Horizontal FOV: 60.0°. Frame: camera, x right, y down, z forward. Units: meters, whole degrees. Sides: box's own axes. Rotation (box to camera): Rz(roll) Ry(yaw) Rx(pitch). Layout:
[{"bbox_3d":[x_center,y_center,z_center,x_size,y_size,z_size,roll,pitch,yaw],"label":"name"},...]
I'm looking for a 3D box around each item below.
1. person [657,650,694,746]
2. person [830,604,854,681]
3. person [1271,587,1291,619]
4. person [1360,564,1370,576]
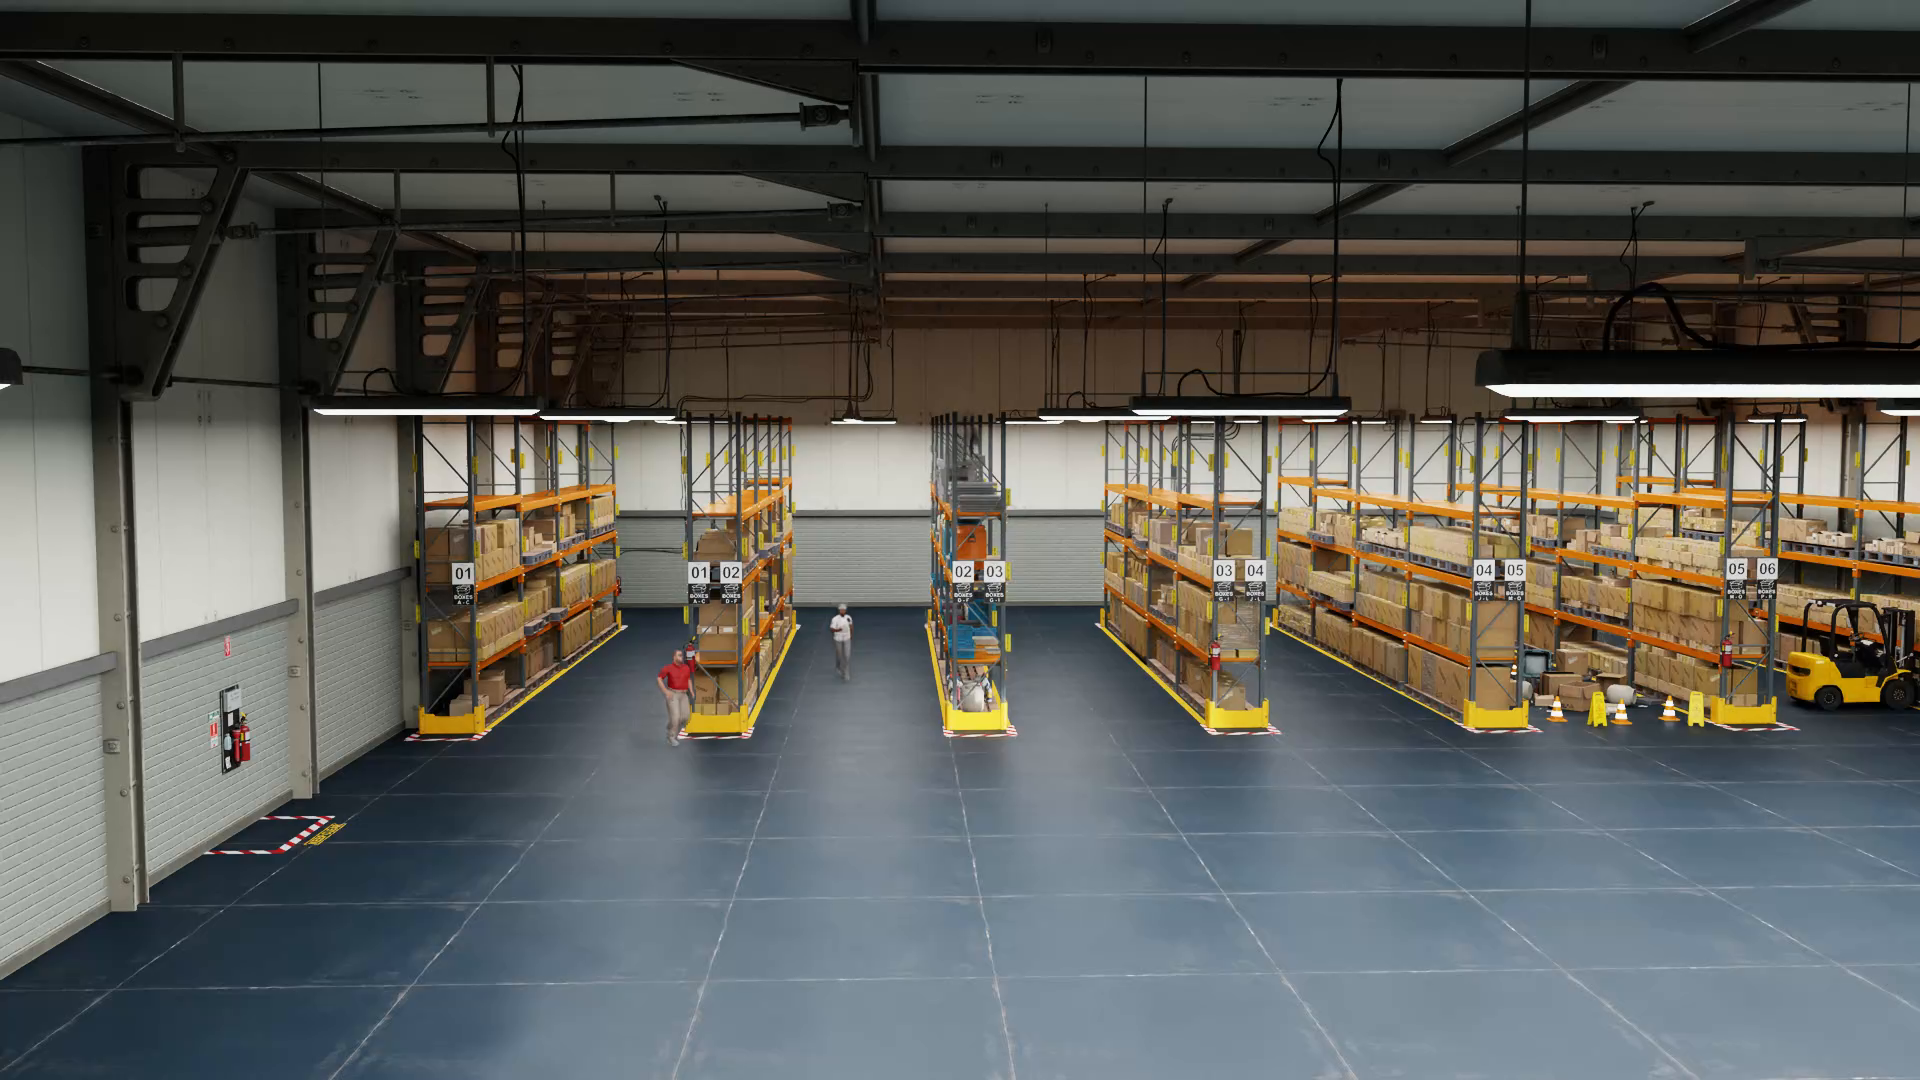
[{"bbox_3d":[-5.117,2.848,30.108,0.706,1.688,0.517,-3,5,-41],"label":"person"},{"bbox_3d":[-2.658,2.283,37.652,0.575,1.691,0.909,-1,4,-12],"label":"person"},{"bbox_3d":[9.564,1.572,49.090,0.855,1.638,0.638,2,4,22],"label":"person"},{"bbox_3d":[11.876,1.536,48.882,0.884,1.685,0.559,-1,4,-8],"label":"person"}]
